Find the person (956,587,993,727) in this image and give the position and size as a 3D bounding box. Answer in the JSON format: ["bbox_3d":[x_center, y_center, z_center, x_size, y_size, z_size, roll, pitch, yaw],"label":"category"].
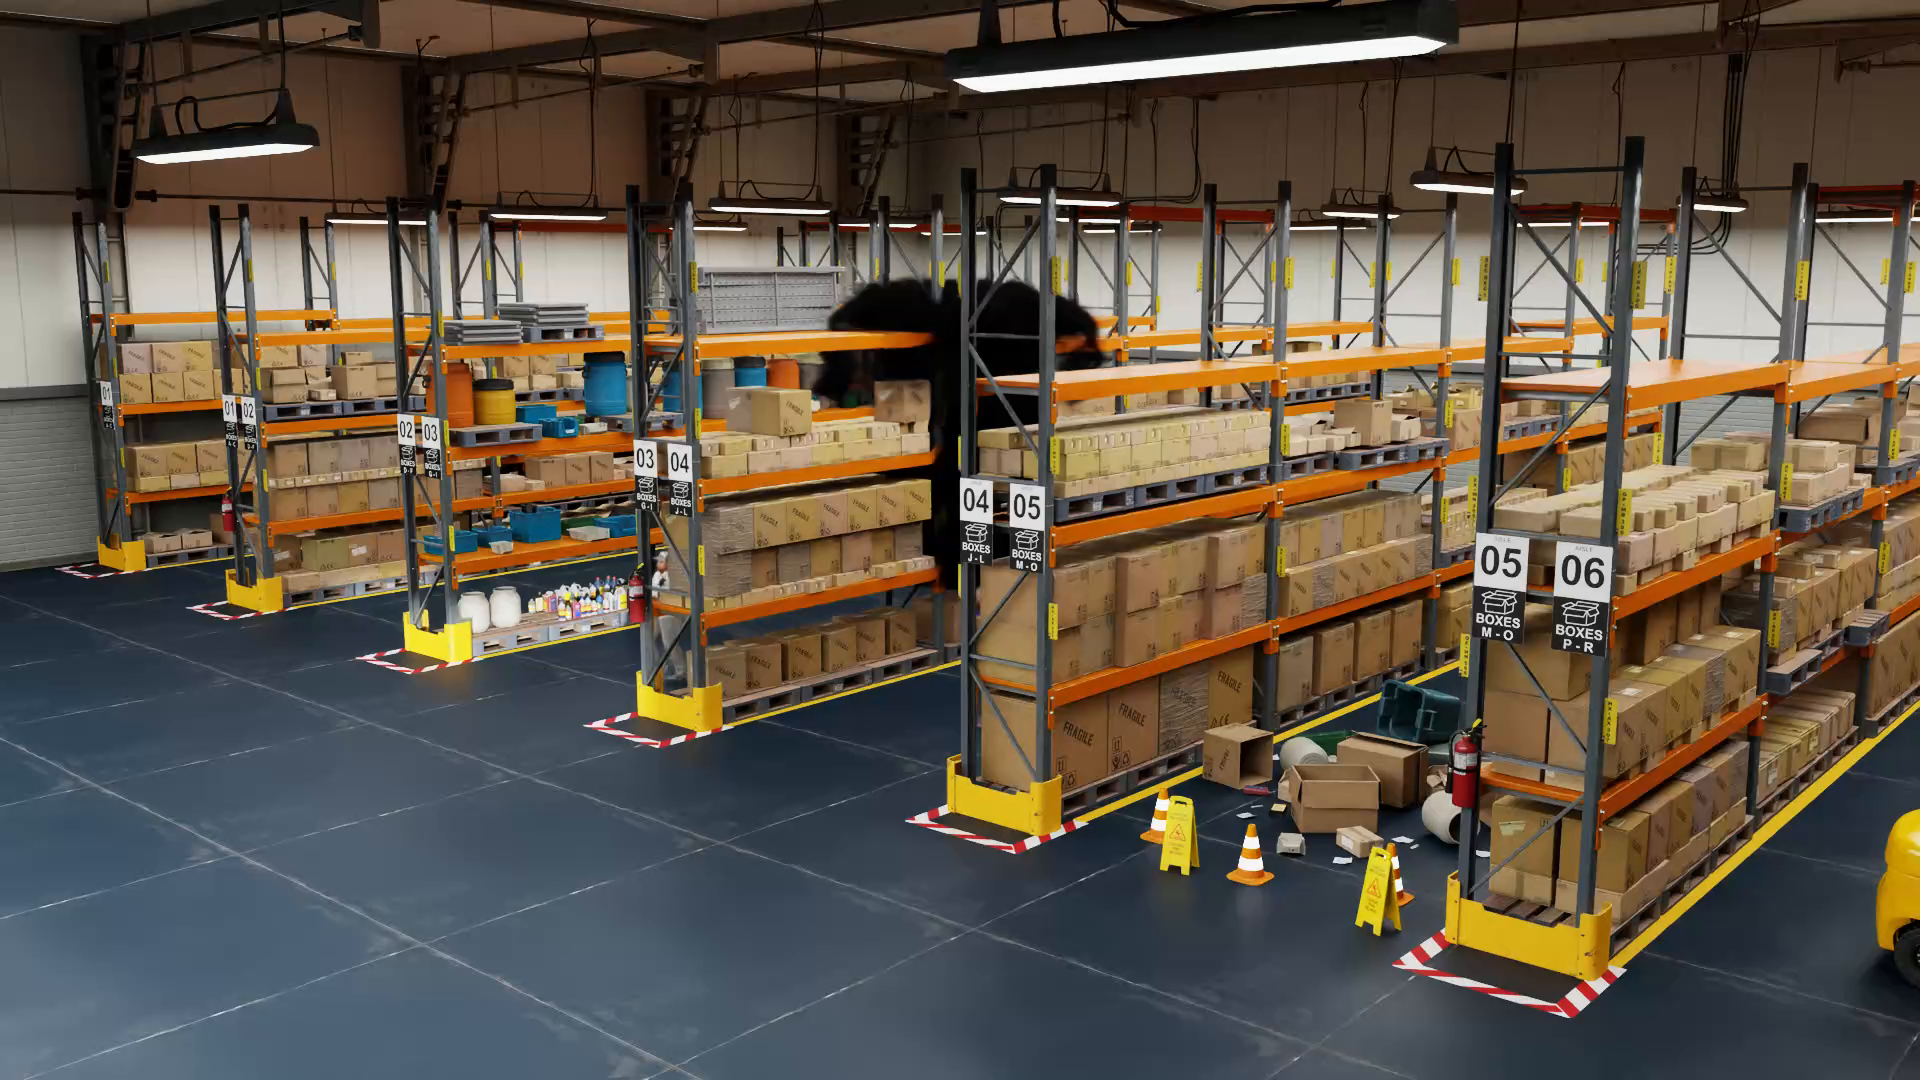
[{"bbox_3d":[0.220,1.317,18.538,0.555,1.606,0.600,2,10,14],"label":"person"}]

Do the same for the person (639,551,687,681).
[{"bbox_3d":[-3.659,0.965,20.469,0.584,1.667,0.653,8,12,38],"label":"person"}]
